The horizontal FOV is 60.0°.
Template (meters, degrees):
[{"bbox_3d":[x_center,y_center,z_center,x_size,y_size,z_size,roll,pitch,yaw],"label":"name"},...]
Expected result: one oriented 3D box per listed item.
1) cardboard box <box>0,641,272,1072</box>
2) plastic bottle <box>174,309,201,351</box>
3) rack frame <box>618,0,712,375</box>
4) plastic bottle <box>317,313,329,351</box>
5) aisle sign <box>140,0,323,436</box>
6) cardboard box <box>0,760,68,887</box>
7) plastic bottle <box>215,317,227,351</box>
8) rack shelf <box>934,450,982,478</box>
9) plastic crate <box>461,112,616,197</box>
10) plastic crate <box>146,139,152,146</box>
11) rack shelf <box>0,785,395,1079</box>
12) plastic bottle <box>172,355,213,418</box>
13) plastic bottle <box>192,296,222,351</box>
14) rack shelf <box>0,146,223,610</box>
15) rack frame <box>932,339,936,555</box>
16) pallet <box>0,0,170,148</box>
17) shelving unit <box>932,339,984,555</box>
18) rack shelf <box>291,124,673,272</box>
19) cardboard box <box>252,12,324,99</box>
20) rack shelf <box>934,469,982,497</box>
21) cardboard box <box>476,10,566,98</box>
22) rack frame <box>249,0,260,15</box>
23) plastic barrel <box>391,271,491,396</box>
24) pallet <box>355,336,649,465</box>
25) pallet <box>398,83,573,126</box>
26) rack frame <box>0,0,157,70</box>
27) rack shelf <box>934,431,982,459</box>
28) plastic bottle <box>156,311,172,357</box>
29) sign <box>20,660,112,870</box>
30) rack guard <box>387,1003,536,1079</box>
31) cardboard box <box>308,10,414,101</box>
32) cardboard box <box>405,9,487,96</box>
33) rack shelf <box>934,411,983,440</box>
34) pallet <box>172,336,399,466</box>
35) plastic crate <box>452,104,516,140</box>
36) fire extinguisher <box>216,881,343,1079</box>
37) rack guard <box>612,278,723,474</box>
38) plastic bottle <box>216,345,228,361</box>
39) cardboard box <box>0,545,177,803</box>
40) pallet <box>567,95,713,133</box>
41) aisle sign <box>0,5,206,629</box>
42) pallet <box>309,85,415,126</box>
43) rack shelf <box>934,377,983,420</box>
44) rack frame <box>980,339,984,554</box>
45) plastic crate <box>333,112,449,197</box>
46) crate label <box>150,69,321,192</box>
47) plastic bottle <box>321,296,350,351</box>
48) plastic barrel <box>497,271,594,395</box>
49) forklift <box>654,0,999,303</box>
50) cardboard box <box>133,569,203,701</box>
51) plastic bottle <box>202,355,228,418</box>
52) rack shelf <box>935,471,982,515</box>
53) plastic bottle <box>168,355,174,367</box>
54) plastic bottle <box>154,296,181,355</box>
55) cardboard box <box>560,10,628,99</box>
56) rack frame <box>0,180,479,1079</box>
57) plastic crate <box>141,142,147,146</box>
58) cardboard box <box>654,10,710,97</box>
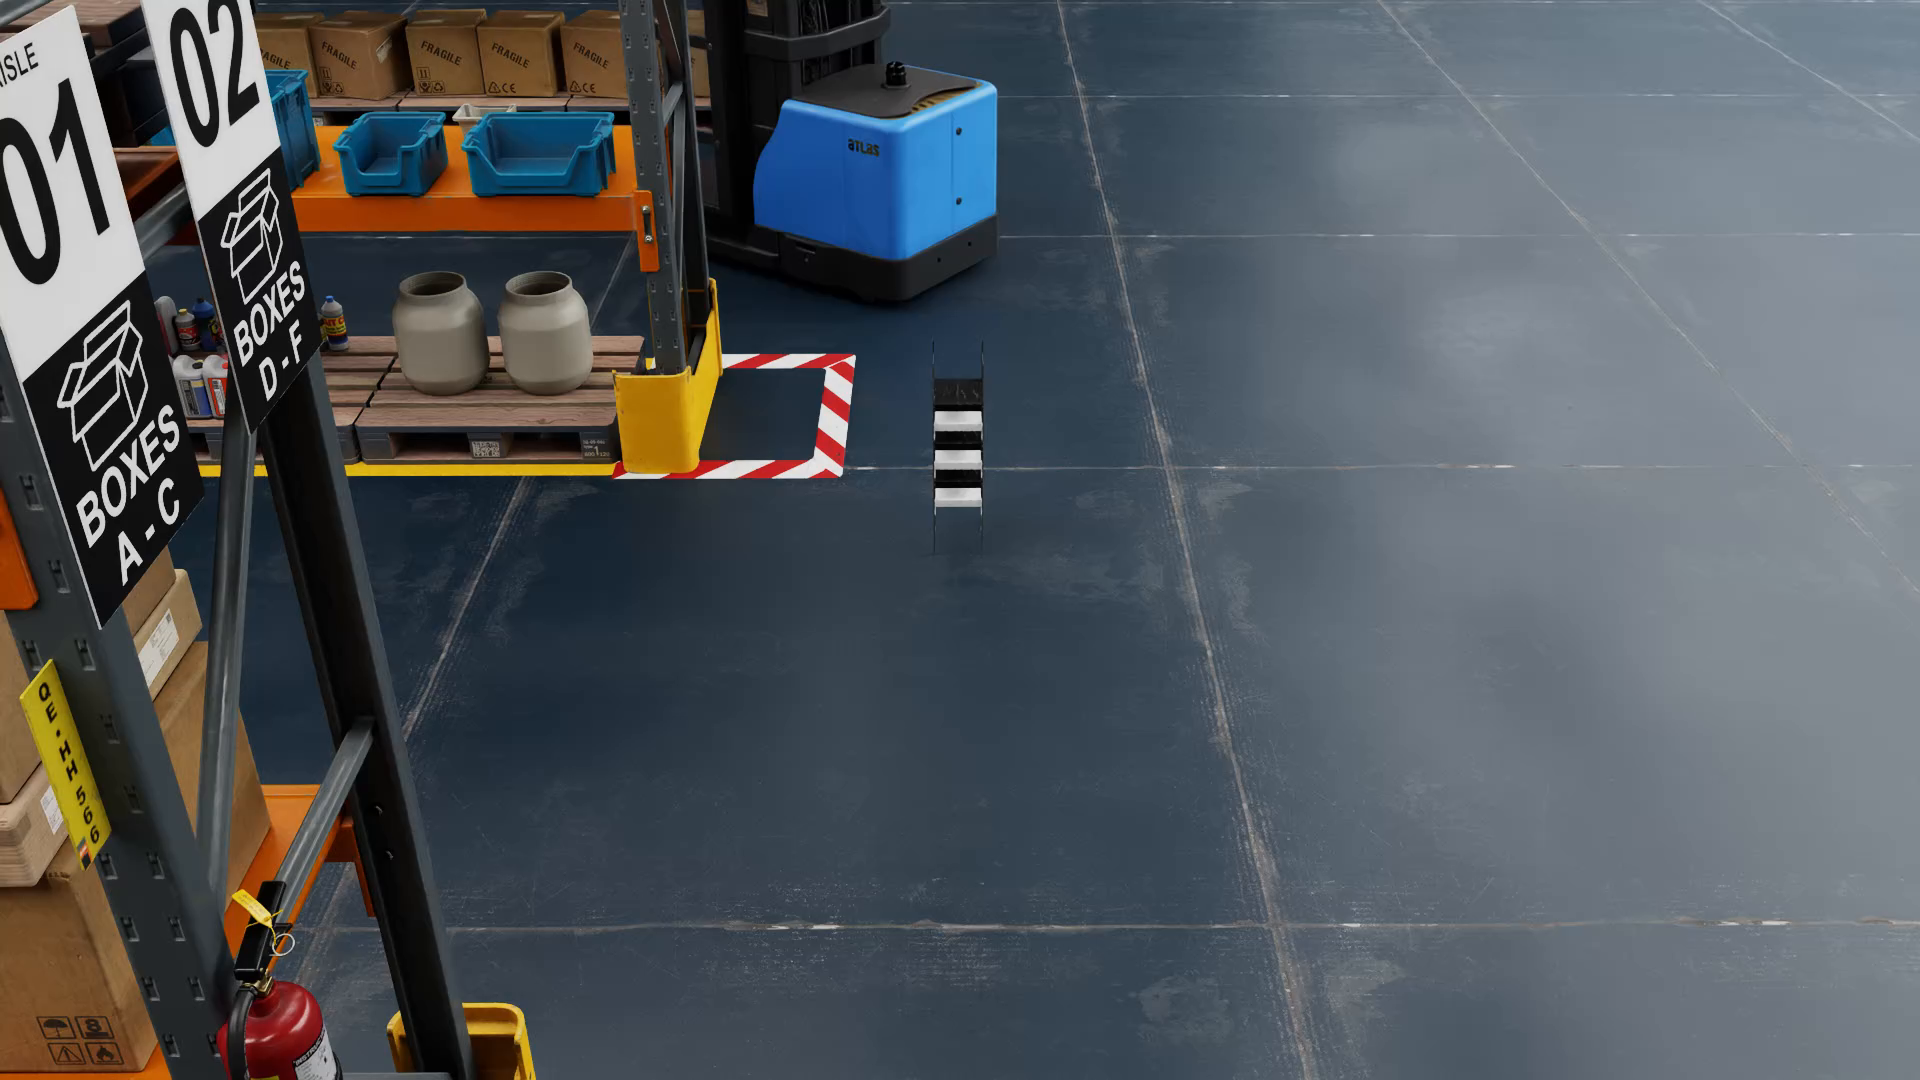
[{"bbox_3d":[-1.776,0.602,3.270,0.500,0.500,0.700,0,31,0],"label":"cardboard box"},{"bbox_3d":[-3.897,-1.065,8.387,0.097,0.201,0.097,0,31,0],"label":"plastic bottle"},{"bbox_3d":[-1.335,-1.920,7.522,0.127,3.000,1.000,0,31,0],"label":"rack frame"},{"bbox_3d":[-3.253,-1.067,8.391,0.097,0.201,0.097,0,31,0],"label":"plastic bottle"},{"bbox_3d":[-1.245,-0.621,2.876,0.004,0.787,0.394,0,31,0],"label":"aisle sign"},{"bbox_3d":[-1.690,0.430,2.929,0.250,0.149,0.380,-1,31,-1],"label":"cardboard box"},{"bbox_3d":[-3.692,-1.066,8.388,0.097,0.201,0.097,0,31,0],"label":"plastic bottle"},{"bbox_3d":[-0.008,-0.356,7.034,0.200,0.077,0.258,0,31,0],"label":"rack shelf"},{"bbox_3d":[-1.833,-1.699,7.303,0.616,0.251,0.499,0,31,0],"label":"plastic crate"},{"bbox_3d":[-3.712,-1.931,7.795,0.437,0.136,0.530,0,31,0],"label":"plastic crate"},{"bbox_3d":[-3.309,0.963,3.464,4.000,0.370,1.077,0,31,0],"label":"rack shelf"},{"bbox_3d":[-3.560,-0.723,7.752,0.135,0.276,0.152,-1,31,-2],"label":"plastic bottle"},{"bbox_3d":[-3.795,-1.095,8.370,0.097,0.271,0.097,0,31,0],"label":"plastic bottle"},{"bbox_3d":[-3.309,-0.319,2.686,4.000,0.370,1.077,0,31,0],"label":"rack shelf"},{"bbox_3d":[-0.110,-0.384,7.016,0.006,0.900,0.240,0,31,0],"label":"rack frame"},{"bbox_3d":[-2.016,-0.606,2.551,1.213,0.211,1.003,0,31,0],"label":"pallet"},{"bbox_3d":[-0.008,-0.385,7.017,0.210,0.900,0.258,0,31,0],"label":"shelving unit"},{"bbox_3d":[-3.335,-1.606,7.699,4.000,0.370,1.077,0,31,0],"label":"rack shelf"},{"bbox_3d":[-4.964,-3.568,12.244,0.500,0.500,0.500,-1,31,-2],"label":"cardboard box"},{"bbox_3d":[-0.008,-0.279,7.081,0.200,0.077,0.258,0,31,0],"label":"rack shelf"},{"bbox_3d":[-3.213,-3.595,12.288,0.500,0.500,0.500,3,31,4],"label":"cardboard box"},{"bbox_3d":[-5.365,-4.476,11.736,0.127,3.000,1.000,0,31,0],"label":"rack frame"},{"bbox_3d":[-2.494,-0.992,7.988,0.421,0.512,0.421,0,31,0],"label":"plastic barrel"},{"bbox_3d":[-2.223,-0.703,8.206,1.213,0.211,1.003,0,31,0],"label":"pallet"},{"bbox_3d":[-3.470,-3.310,12.502,1.213,0.211,1.003,0,31,0],"label":"pallet"},{"bbox_3d":[-1.309,-1.915,1.731,0.127,3.000,1.000,0,31,0],"label":"rack frame"},{"bbox_3d":[-0.008,-0.433,6.987,0.200,0.077,0.258,0,31,0],"label":"rack shelf"},{"bbox_3d":[-4.014,-1.030,8.251,0.133,0.283,0.061,0,31,0],"label":"plastic bottle"},{"bbox_3d":[-1.319,0.335,2.462,0.005,0.325,0.100,0,31,0],"label":"sign"},{"bbox_3d":[-1.285,1.718,3.936,0.348,0.500,1.175,0,31,0],"label":"rack guard"},{"bbox_3d":[-4.392,-3.574,12.253,0.500,0.500,0.500,10,33,15],"label":"cardboard box"},{"bbox_3d":[-3.771,-3.616,12.323,0.500,0.500,0.500,-3,31,-5],"label":"cardboard box"},{"bbox_3d":[-0.008,-0.510,6.940,0.200,0.077,0.258,0,31,0],"label":"rack shelf"},{"bbox_3d":[-3.440,-0.701,8.202,1.213,0.211,1.003,0,31,0],"label":"pallet"},{"bbox_3d":[-2.232,-1.971,7.861,0.250,0.136,0.298,0,31,0],"label":"plastic crate"},{"bbox_3d":[-1.188,0.923,2.911,0.183,0.674,0.296,0,31,0],"label":"fire extinguisher"},{"bbox_3d":[-1.410,-0.826,8.130,0.348,0.500,1.175,0,31,0],"label":"rack guard"},{"bbox_3d":[-3.422,-0.782,7.842,0.133,0.283,0.061,0,31,0],"label":"plastic bottle"},{"bbox_3d":[-1.828,0.047,2.933,0.500,0.500,0.700,0,31,0],"label":"cardboard box"},{"bbox_3d":[-2.253,-3.312,12.506,1.213,0.211,1.003,0,31,0],"label":"pallet"},{"bbox_3d":[-1.241,-0.310,2.363,0.004,0.787,0.394,0,31,0],"label":"aisle sign"},{"bbox_3d":[-4.693,-3.305,12.493,1.213,0.211,1.003,0,31,0],"label":"pallet"},{"bbox_3d":[-0.008,-0.587,6.894,0.200,0.077,0.258,0,31,0],"label":"rack shelf"},{"bbox_3d":[0.094,-0.385,7.017,0.006,0.900,0.240,0,31,0],"label":"rack frame"},{"bbox_3d":[-2.483,-1.700,7.304,0.408,0.251,0.499,0,31,0],"label":"plastic crate"},{"bbox_3d":[-3.174,-1.789,7.273,0.616,0.435,0.502,0,31,0],"label":"crate label"},{"bbox_3d":[-3.150,-1.097,8.373,0.097,0.271,0.097,0,31,0],"label":"plastic bottle"},{"bbox_3d":[-1.992,-0.994,7.990,0.421,0.512,0.421,0,31,0],"label":"plastic barrel"},{"bbox_3d":[-1.268,-3.184,9.672,3.031,2.935,1.130,20,37,30],"label":"forklift"},{"bbox_3d":[-1.702,0.219,3.276,0.250,0.149,0.380,0,31,-1],"label":"cardboard box"},{"bbox_3d":[-3.421,-0.724,7.753,0.135,0.276,0.152,0,31,0],"label":"plastic bottle"},{"bbox_3d":[-0.008,-0.202,7.127,0.200,0.077,0.258,0,31,0],"label":"rack shelf"},{"bbox_3d":[-3.725,-0.753,7.728,0.185,0.351,0.144,1,31,2],"label":"plastic bottle"},{"bbox_3d":[-4.015,-1.082,8.344,0.135,0.276,0.152,0,31,1],"label":"plastic bottle"},{"bbox_3d":[-2.587,-3.587,12.275,0.500,0.500,0.500,8,32,13],"label":"cardboard box"},{"bbox_3d":[-1.309,0.650,3.288,0.127,3.000,1.000,0,31,0],"label":"rack frame"},{"bbox_3d":[-3.976,-1.675,7.322,0.662,0.188,0.450,0,31,0],"label":"plastic crate"},{"bbox_3d":[-1.989,-3.607,12.307,0.500,0.500,0.500,5,32,9],"label":"cardboard box"}]
